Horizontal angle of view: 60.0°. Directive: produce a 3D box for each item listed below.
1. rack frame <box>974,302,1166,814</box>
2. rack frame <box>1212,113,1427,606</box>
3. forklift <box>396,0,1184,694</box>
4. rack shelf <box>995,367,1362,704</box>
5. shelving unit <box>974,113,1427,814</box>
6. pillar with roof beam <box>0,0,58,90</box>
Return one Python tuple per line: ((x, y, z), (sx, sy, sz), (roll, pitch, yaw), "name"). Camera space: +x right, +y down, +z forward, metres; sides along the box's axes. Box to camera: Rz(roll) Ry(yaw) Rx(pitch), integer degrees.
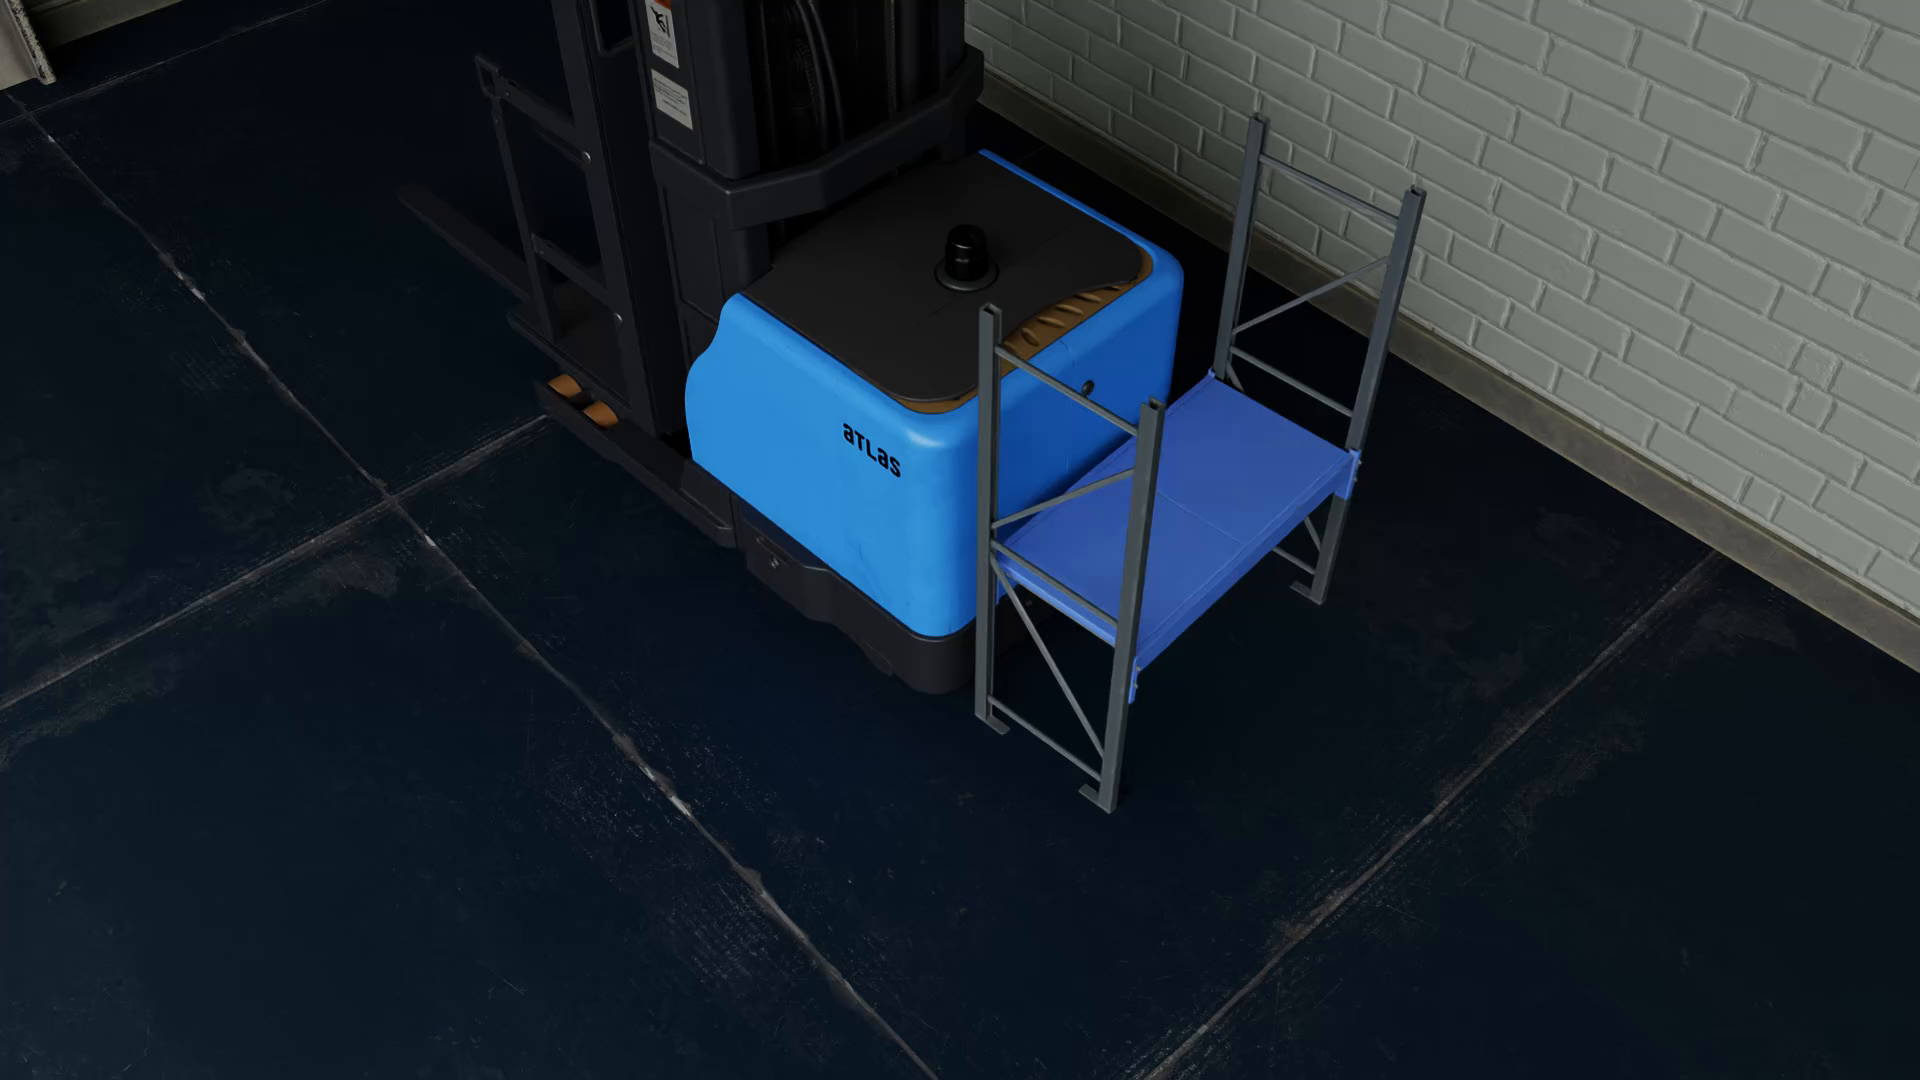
((0.236, 0.111, 4.127), (0.500, 1.500, 0.032), (34, 56, 27), "rack frame")
((0.924, -0.440, 4.635), (0.500, 1.500, 0.032), (34, 56, 27), "rack frame")
((-0.775, -1.529, 4.666), (3.031, 2.935, 1.130), (36, 57, 28), "forklift")
((0.580, -0.043, 4.514), (0.538, 0.185, 1.000), (34, 56, 27), "rack shelf")
((0.580, -0.165, 4.381), (0.538, 1.500, 1.048), (34, 56, 27), "shelving unit")
((-1.176, -2.645, 1.567), (0.400, 9.000, 9.100), (-34, 56, -27), "pillar with roof beam")
